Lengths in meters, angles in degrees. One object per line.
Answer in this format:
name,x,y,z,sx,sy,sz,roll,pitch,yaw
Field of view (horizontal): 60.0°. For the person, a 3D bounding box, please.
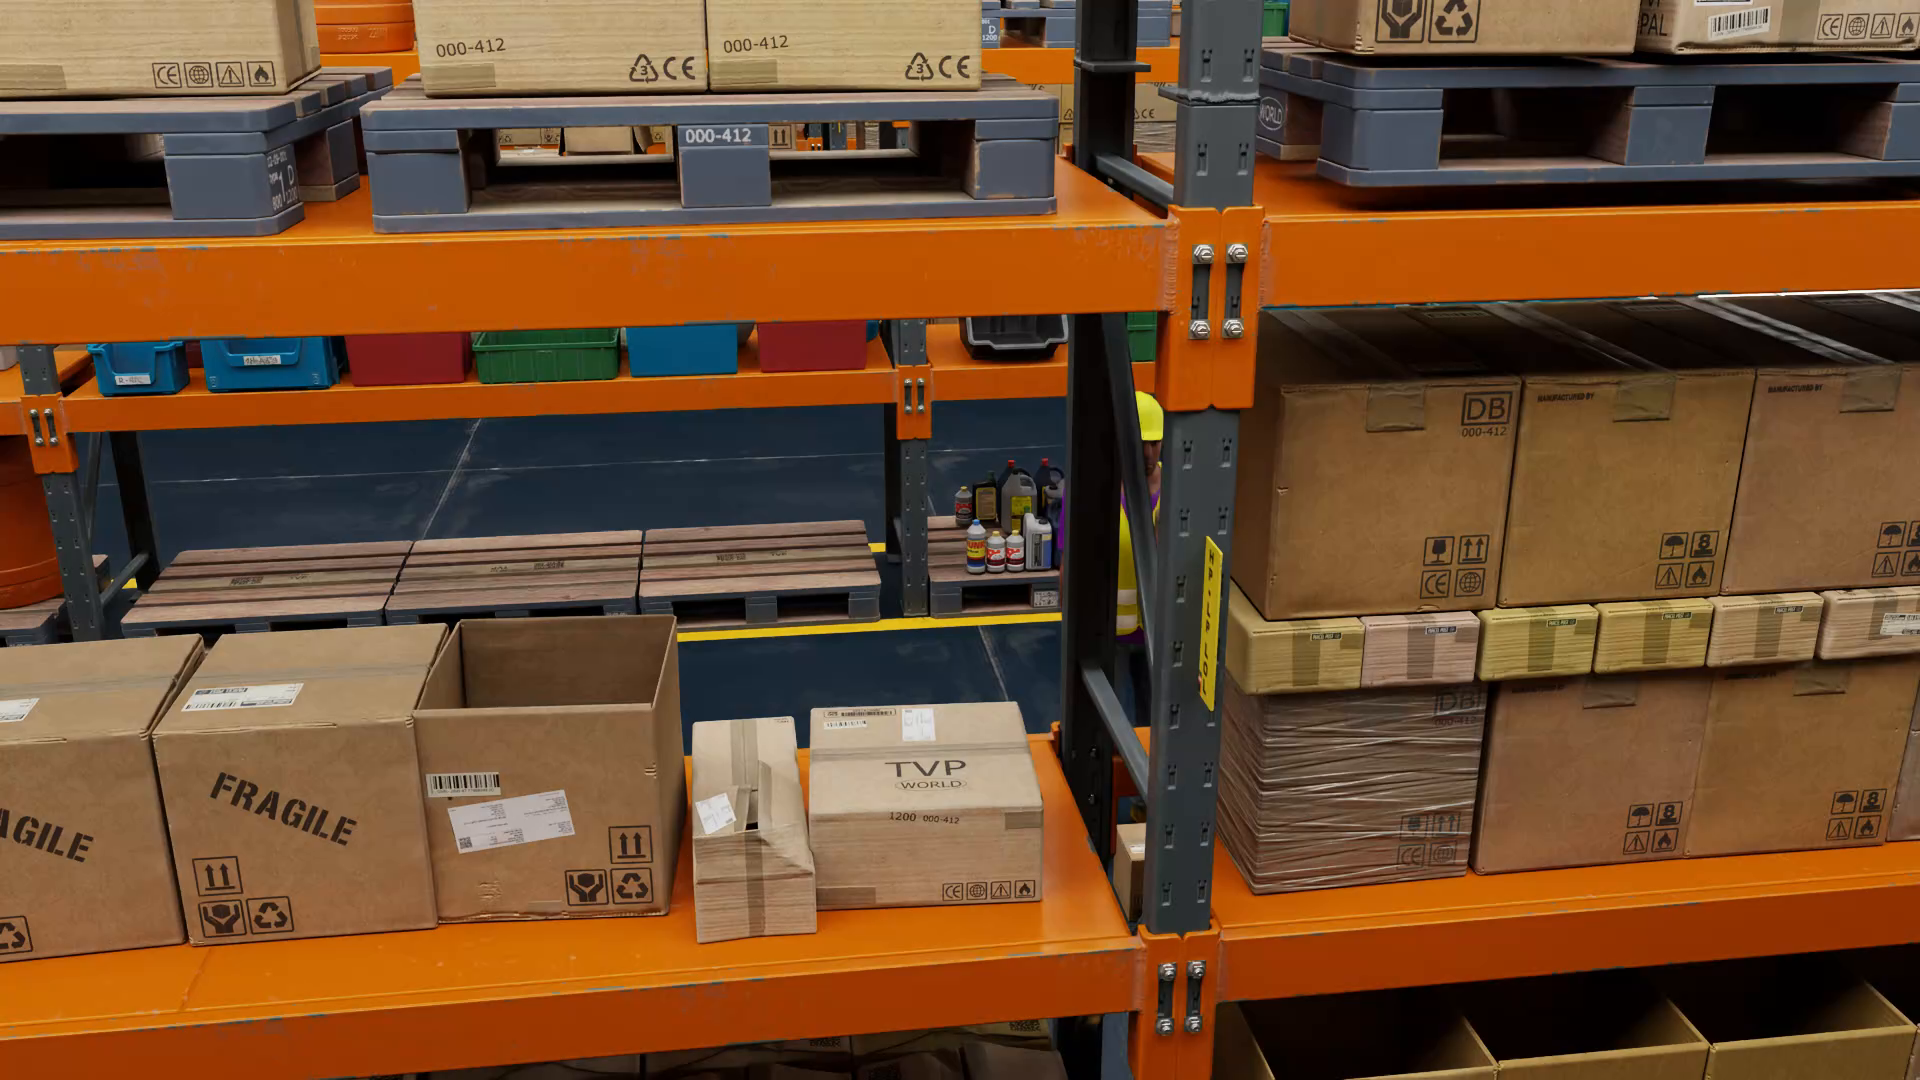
person,0.644,0.325,6.159,0.565,1.771,0.373,-2,20,-6
